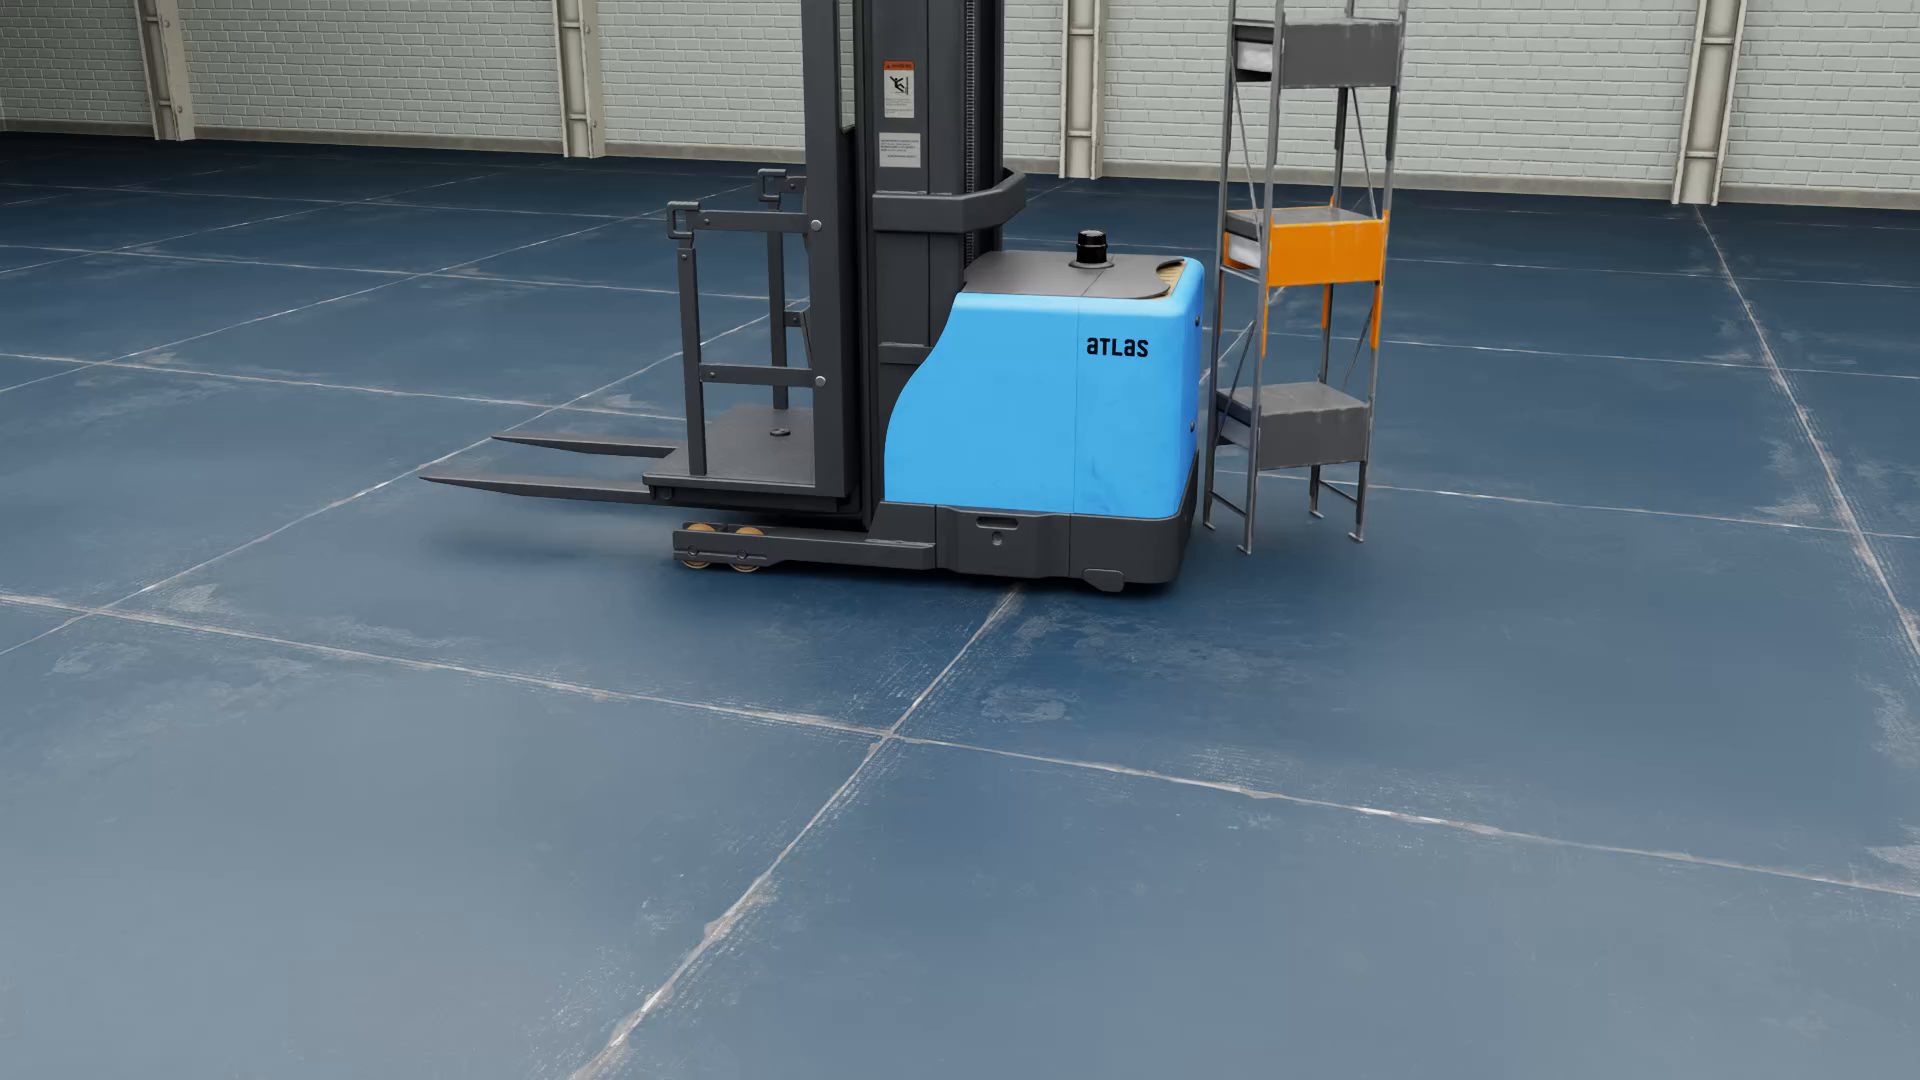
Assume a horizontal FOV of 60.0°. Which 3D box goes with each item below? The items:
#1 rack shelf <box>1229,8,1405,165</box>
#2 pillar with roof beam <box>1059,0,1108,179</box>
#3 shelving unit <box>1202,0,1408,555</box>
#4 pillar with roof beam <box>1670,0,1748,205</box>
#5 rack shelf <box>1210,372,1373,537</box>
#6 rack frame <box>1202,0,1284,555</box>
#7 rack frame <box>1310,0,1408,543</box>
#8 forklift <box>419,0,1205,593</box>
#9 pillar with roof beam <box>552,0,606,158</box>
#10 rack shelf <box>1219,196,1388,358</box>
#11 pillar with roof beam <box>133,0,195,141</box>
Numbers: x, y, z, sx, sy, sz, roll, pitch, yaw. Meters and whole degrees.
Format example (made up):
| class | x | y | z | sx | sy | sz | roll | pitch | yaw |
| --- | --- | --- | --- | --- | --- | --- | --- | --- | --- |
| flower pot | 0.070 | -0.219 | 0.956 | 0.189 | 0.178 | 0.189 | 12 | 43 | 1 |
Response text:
| class | x | y | z | sx | sy | sz | roll | pitch | yaw |
| --- | --- | --- | --- | --- | --- | --- | --- | --- | --- |
| rack shelf | 1.286 | -1.668 | 6.086 | 0.480 | 0.518 | 0.431 | -6 | 20 | -16 |
| pillar with roof beam | -0.132 | -6.756 | 12.288 | 0.400 | 9.000 | 9.100 | 7 | 20 | 18 |
| shelving unit | 1.286 | -1.020 | 6.311 | 0.503 | 2.100 | 0.431 | -6 | 20 | -16 |
| pillar with roof beam | 5.535 | -6.108 | 10.428 | 0.400 | 9.000 | 9.100 | 7 | 20 | 18 |
| rack shelf | 1.286 | -0.346 | 6.545 | 0.480 | 0.518 | 0.431 | -6 | 20 | -16 |
| rack frame | 1.053 | -0.996 | 6.242 | 0.015 | 2.100 | 0.400 | -6 | 20 | -16 |
| rack frame | 1.519 | -1.044 | 6.380 | 0.015 | 2.100 | 0.400 | -6 | 20 | -16 |
| forklift | -0.608 | -1.427 | 6.218 | 3.031 | 2.935 | 1.130 | 4 | 20 | 12 |
| pillar with roof beam | -5.800 | -7.405 | 14.147 | 0.400 | 9.000 | 9.100 | 7 | 20 | 18 |
| rack shelf | 1.286 | -1.007 | 6.315 | 0.480 | 0.518 | 0.431 | -6 | 20 | -16 |
| pillar with roof beam | -11.468 | -8.053 | 16.006 | 0.400 | 9.000 | 9.100 | 7 | 20 | 18 |
